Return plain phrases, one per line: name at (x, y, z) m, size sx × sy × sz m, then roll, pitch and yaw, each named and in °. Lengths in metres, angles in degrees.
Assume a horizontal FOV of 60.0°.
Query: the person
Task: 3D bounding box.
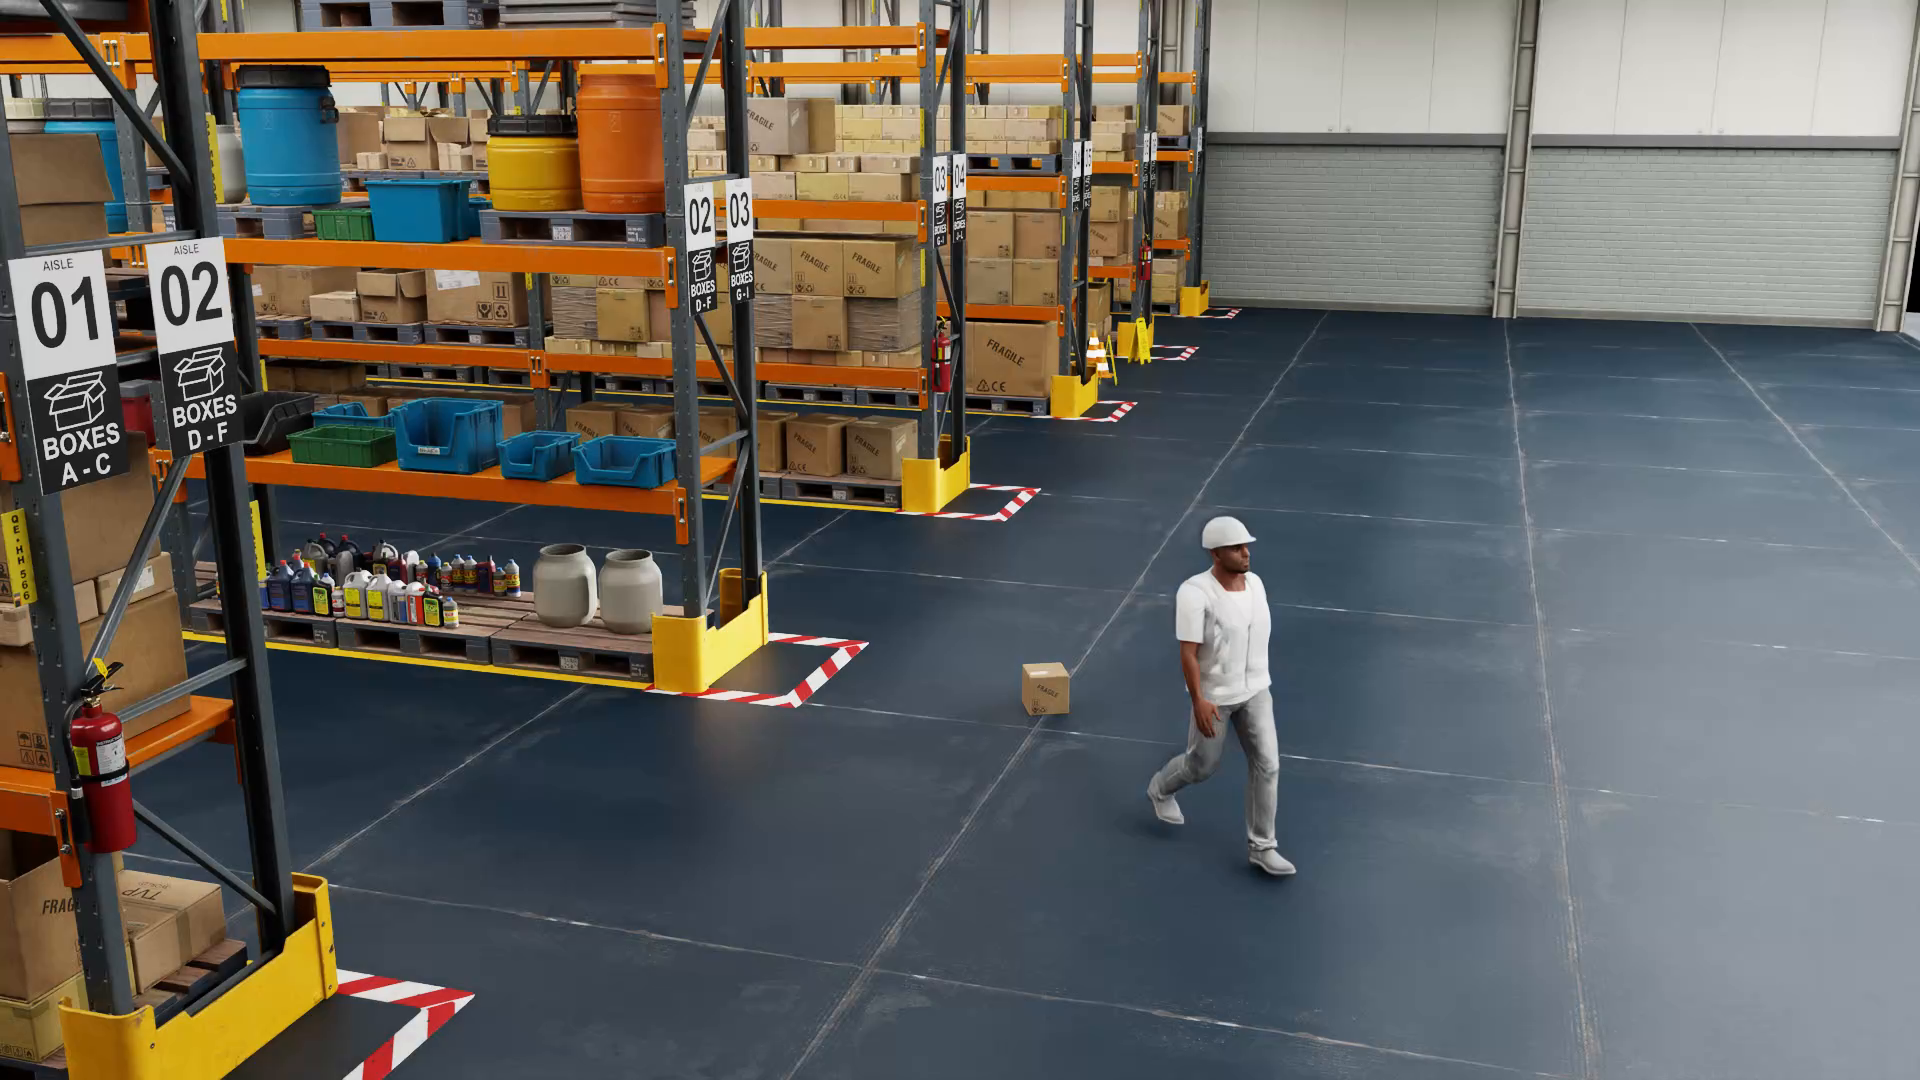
person at (1.310, 0.735, 8.209) m, size 0.557 × 1.727 × 0.962 m, roll -7°, pitch 17°, yaw -26°
